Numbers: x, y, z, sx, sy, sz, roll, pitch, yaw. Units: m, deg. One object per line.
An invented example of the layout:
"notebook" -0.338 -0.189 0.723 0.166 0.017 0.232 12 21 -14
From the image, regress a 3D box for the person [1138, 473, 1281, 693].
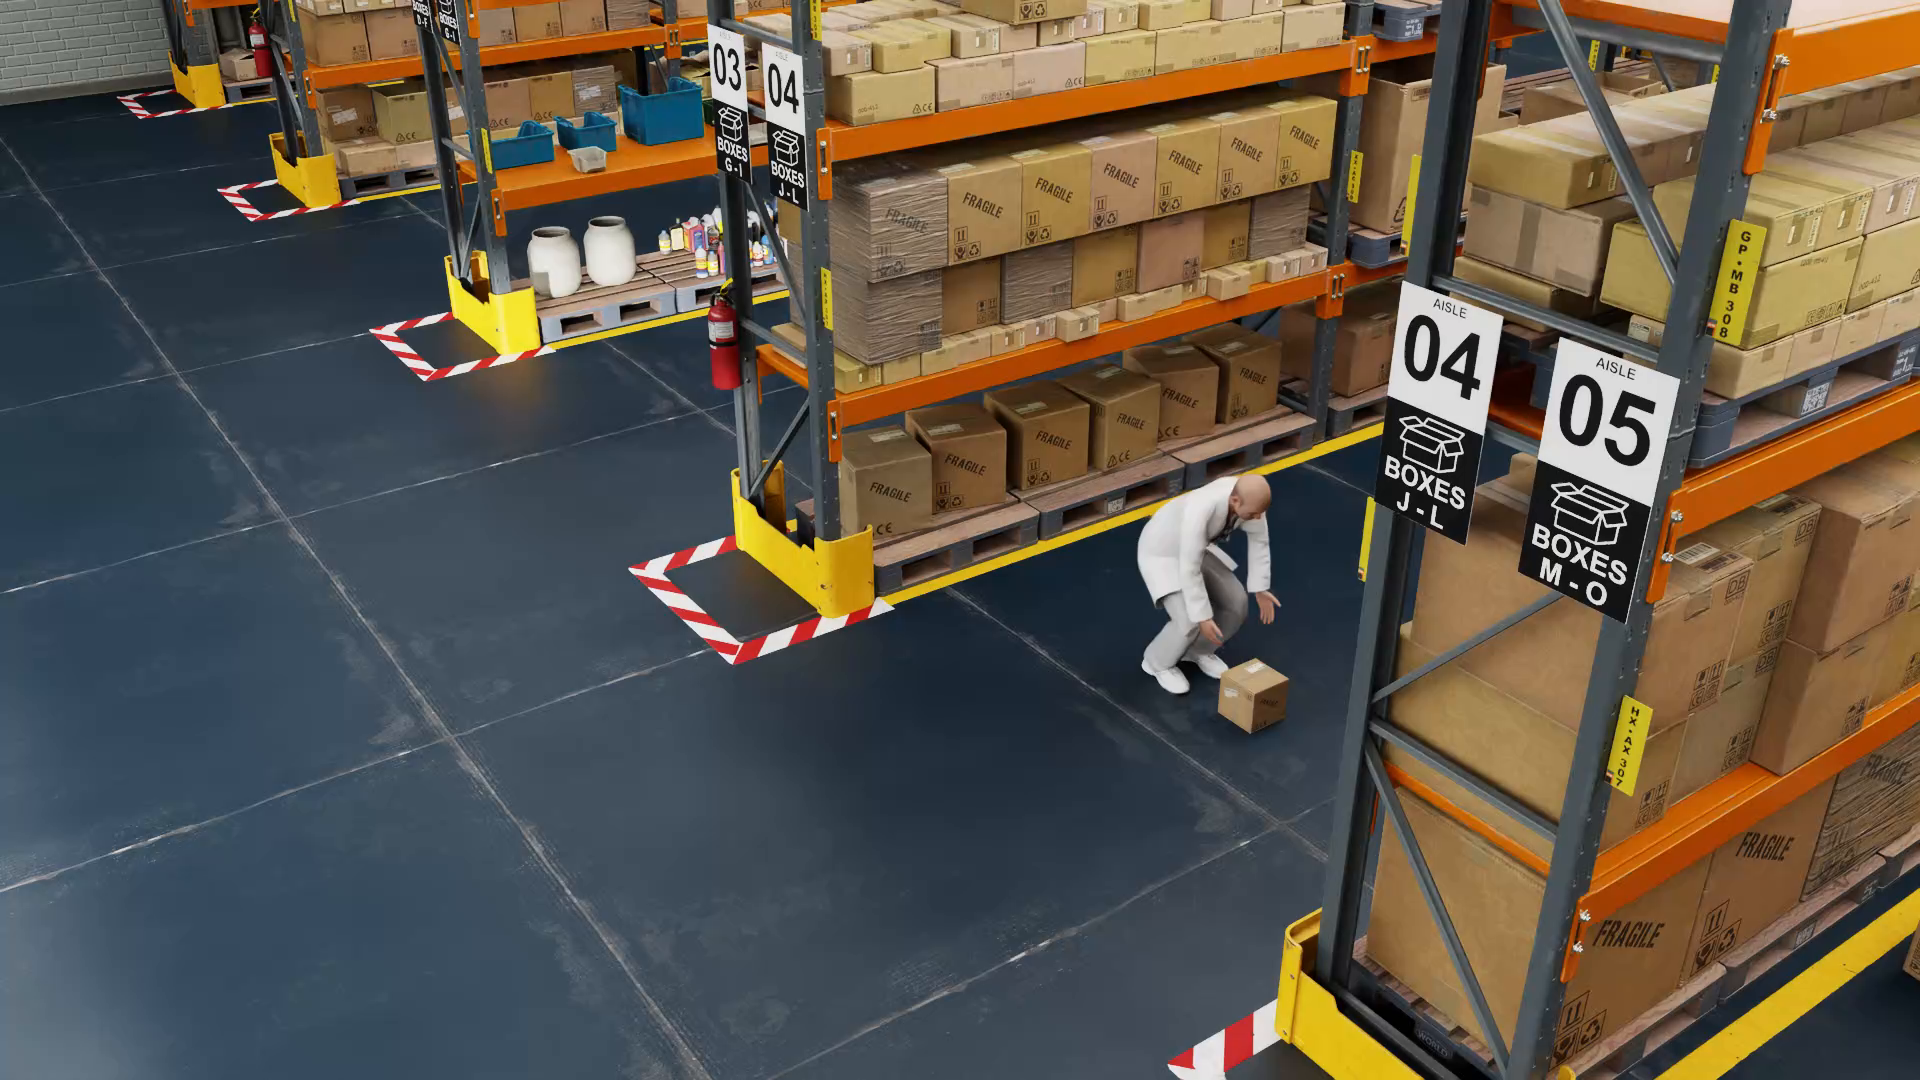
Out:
"person" 1.298 0.158 8.820 0.634 1.332 0.767 -18 33 -30
